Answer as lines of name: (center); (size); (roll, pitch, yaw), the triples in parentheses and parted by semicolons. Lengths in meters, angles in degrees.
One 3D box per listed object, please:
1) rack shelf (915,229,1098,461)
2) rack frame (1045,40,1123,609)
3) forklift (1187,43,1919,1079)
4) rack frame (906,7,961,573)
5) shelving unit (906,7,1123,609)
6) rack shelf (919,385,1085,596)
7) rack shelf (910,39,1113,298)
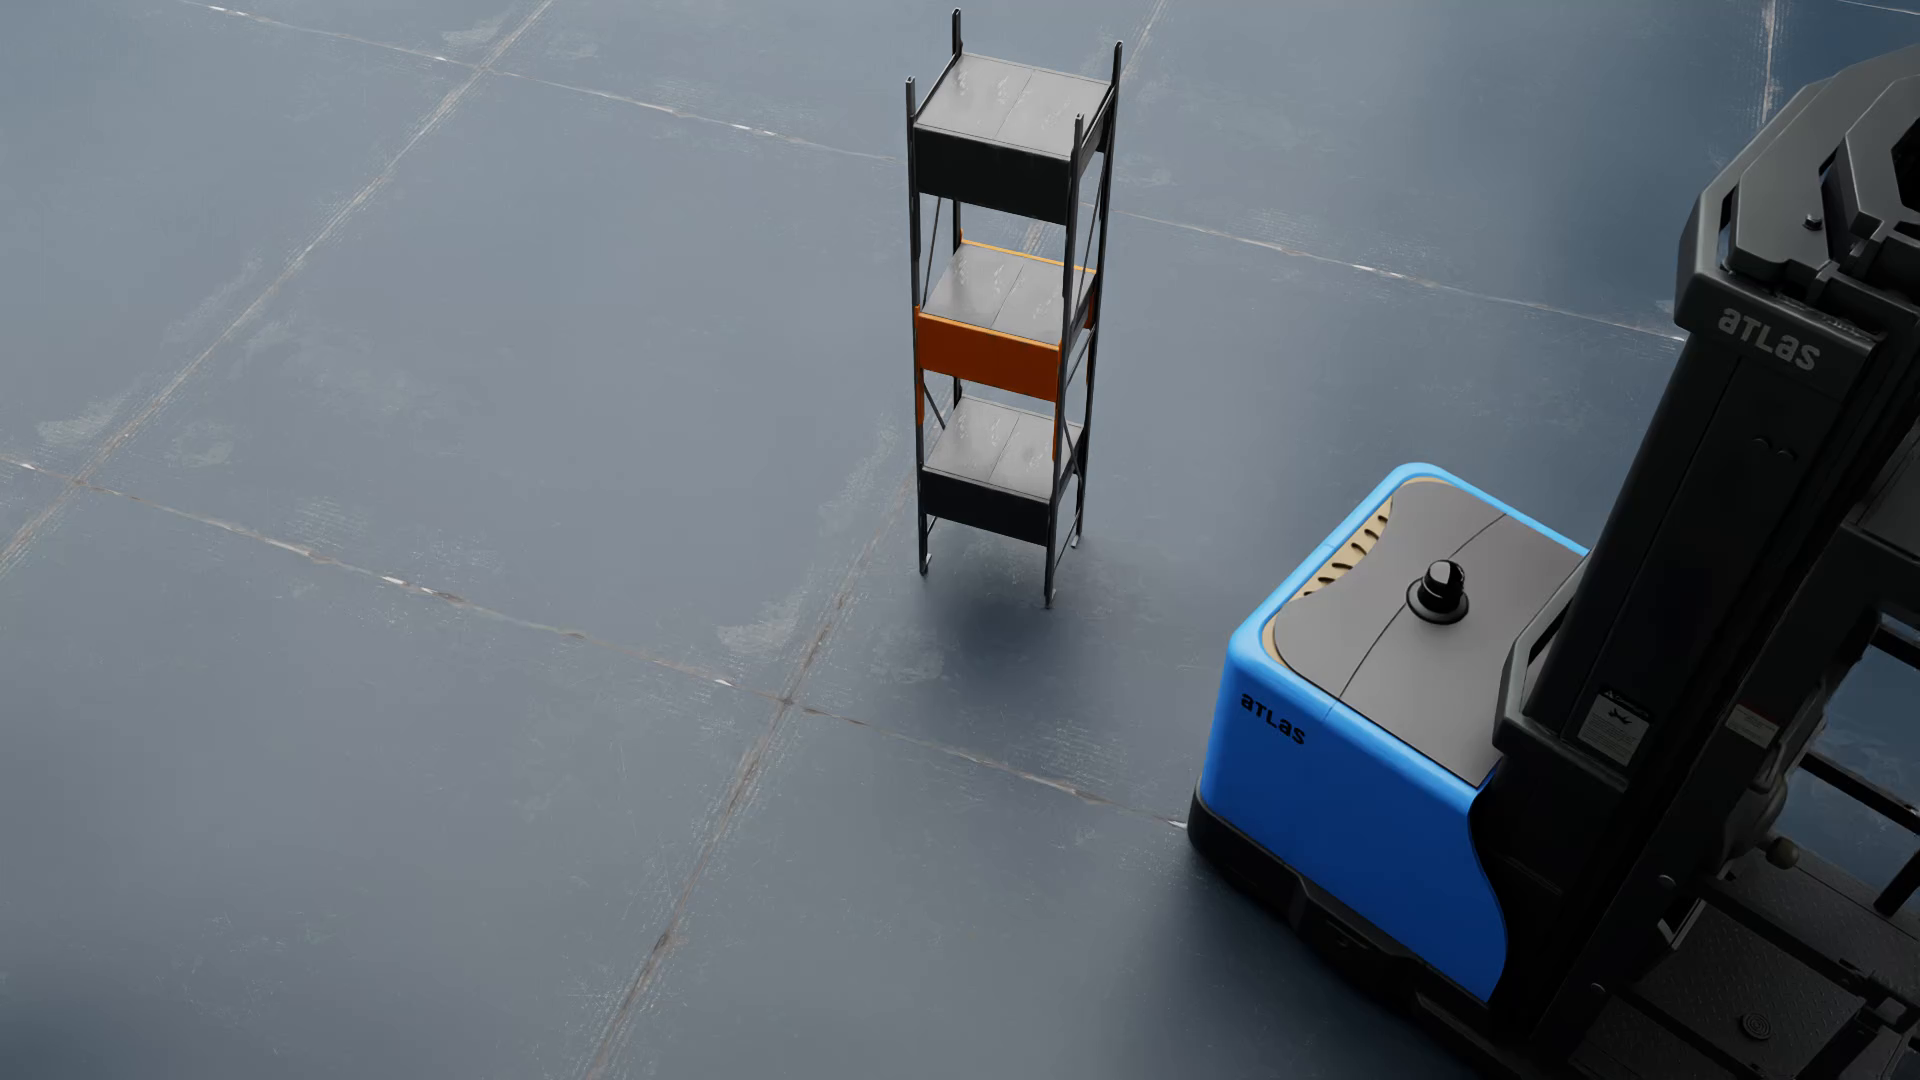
rack shelf: (0.155, -0.635, 5.429); (0.480, 0.518, 0.431); (16, 51, 13)
rack frame: (0.384, -0.580, 5.364); (0.015, 2.100, 0.400); (16, 51, 13)
forklift: (2.167, 0.493, 3.883); (3.031, 2.935, 1.130); (34, 57, 26)
rack frame: (-0.074, -0.708, 5.474); (0.015, 2.100, 0.400); (16, 51, 13)
shelving unit: (0.155, -0.644, 5.419); (0.503, 2.100, 0.431); (16, 51, 13)
rack shelf: (0.155, -0.177, 5.958); (0.480, 0.518, 0.431); (16, 51, 13)
rack shelf: (0.155, -1.094, 4.900); (0.480, 0.518, 0.431); (16, 51, 13)
